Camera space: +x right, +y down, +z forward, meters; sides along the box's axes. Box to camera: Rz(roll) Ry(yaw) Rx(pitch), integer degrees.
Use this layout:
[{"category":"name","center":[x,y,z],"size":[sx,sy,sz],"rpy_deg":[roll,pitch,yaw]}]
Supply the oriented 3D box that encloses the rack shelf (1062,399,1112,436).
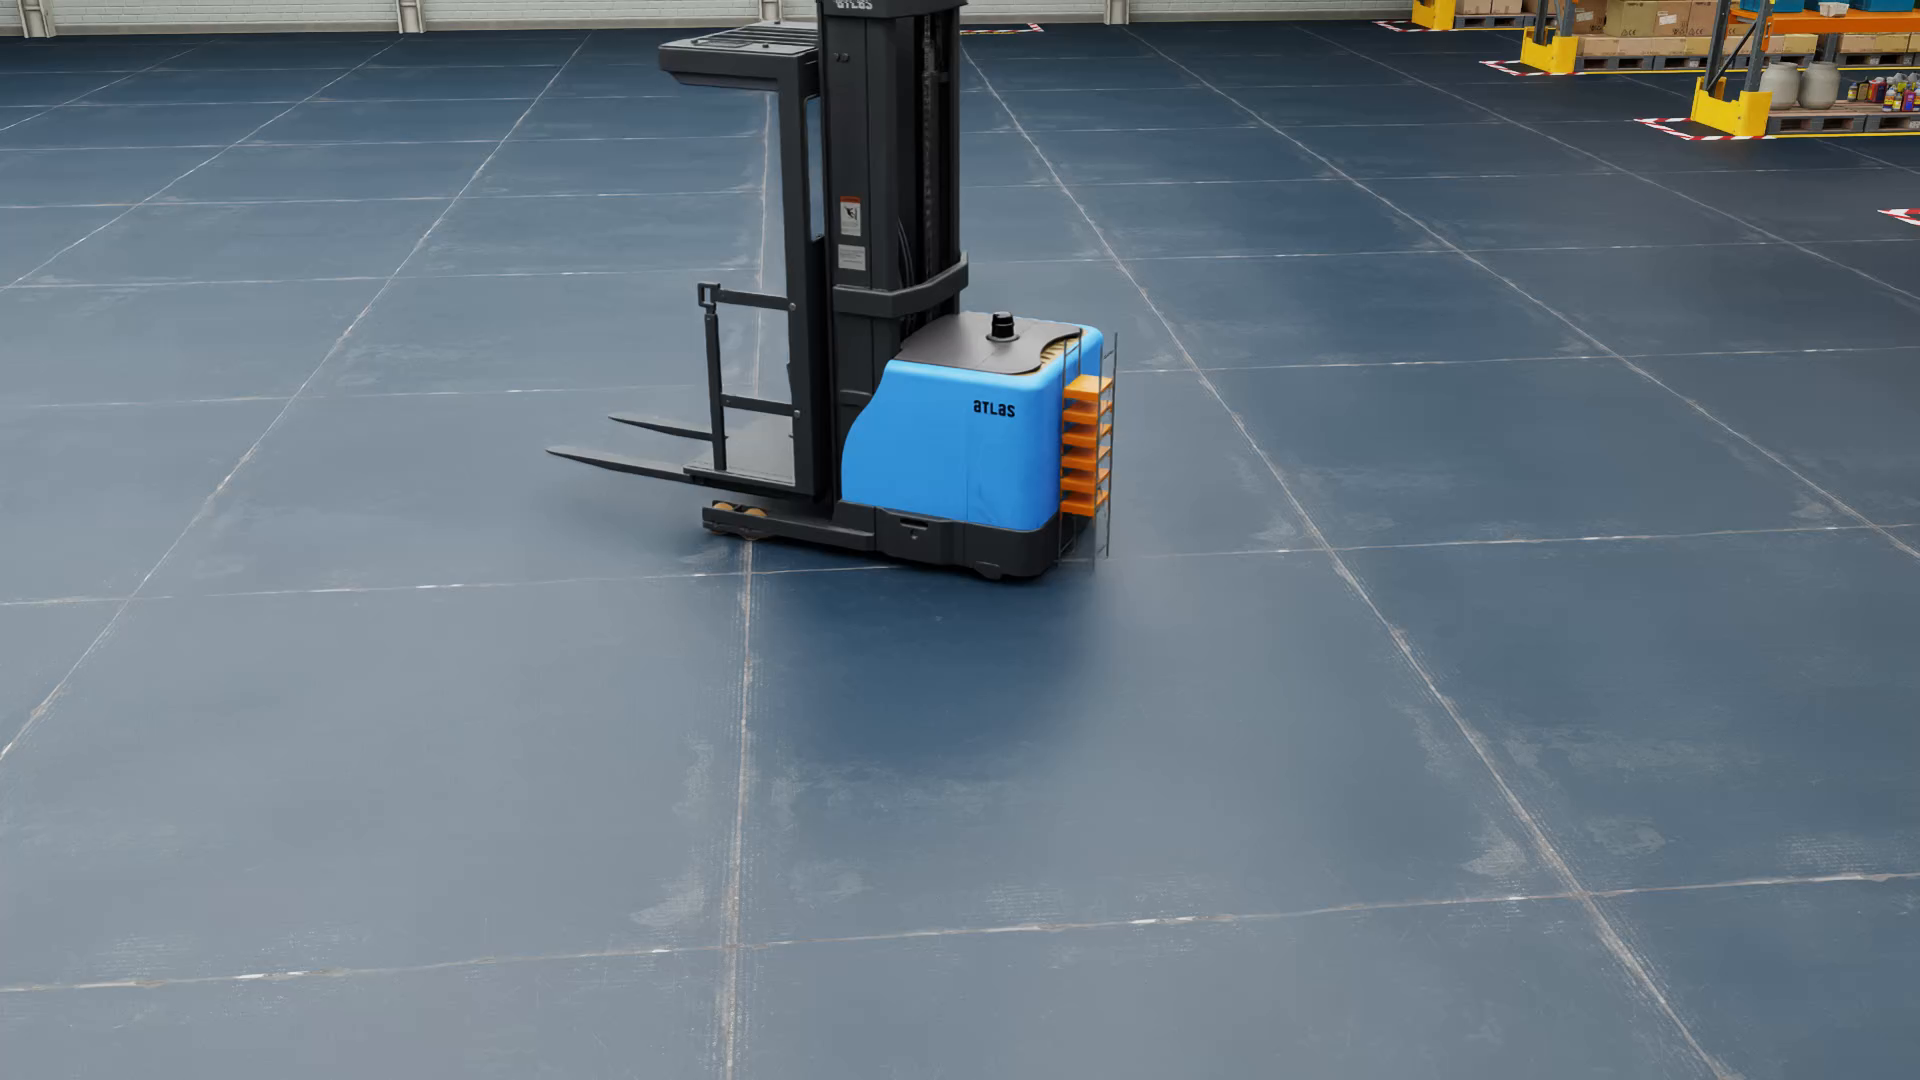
[{"category":"rack shelf","center":[0.630,-0.611,8.167],"size":[0.180,0.103,0.258],"rpy_deg":[10,26,21]}]

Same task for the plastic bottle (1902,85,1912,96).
[{"category":"plastic bottle","center":[11.460,-5.407,20.125],"size":[0.097,0.201,0.097],"rpy_deg":[0,24,0]}]

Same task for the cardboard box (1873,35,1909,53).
[{"category":"cardboard box","center":[13.496,-7.301,24.352],"size":[0.500,0.250,0.500],"rpy_deg":[-2,24,-4]}]

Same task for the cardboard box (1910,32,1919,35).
[{"category":"cardboard box","center":[14.010,-7.577,24.281],"size":[0.500,0.311,0.500],"rpy_deg":[-3,24,-7]}]

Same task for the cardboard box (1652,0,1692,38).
[{"category":"cardboard box","center":[10.130,-7.526,23.934],"size":[0.500,0.500,0.500],"rpy_deg":[-2,24,-5]}]

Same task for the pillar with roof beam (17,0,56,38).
[{"category":"pillar with roof beam","center":[-14.759,-10.693,21.729],"size":[0.400,9.000,9.100],"rpy_deg":[-2,24,-5]}]

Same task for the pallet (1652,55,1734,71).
[{"category":"pallet","center":[10.549,-7.091,24.444],"size":[1.213,0.211,1.003],"rpy_deg":[-2,24,-5]}]

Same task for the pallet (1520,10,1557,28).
[{"category":"pallet","center":[10.189,-9.067,28.889],"size":[1.213,0.211,1.003],"rpy_deg":[-2,24,-5]}]

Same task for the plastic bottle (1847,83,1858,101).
[{"category":"plastic bottle","center":[10.848,-5.441,20.202],"size":[0.097,0.201,0.097],"rpy_deg":[0,24,0]}]

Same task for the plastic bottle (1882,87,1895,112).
[{"category":"plastic bottle","center":[10.898,-5.169,19.503],"size":[0.097,0.271,0.097],"rpy_deg":[0,24,0]}]

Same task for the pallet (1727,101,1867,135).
[{"category":"pallet","center":[9.944,-5.046,19.843],"size":[1.213,0.211,1.003],"rpy_deg":[-2,24,-5]}]

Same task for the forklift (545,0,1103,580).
[{"category":"forklift","center":[-0.811,-1.520,8.561],"size":[3.031,2.935,1.130],"rpy_deg":[10,26,21]}]

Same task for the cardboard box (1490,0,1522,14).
[{"category":"cardboard box","center":[9.355,-9.259,28.657],"size":[0.500,0.311,0.500],"rpy_deg":[0,24,-1]}]

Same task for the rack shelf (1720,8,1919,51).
[{"category":"rack shelf","center":[11.054,-6.019,19.485],"size":[4.000,0.370,1.077],"rpy_deg":[-2,24,-5]}]

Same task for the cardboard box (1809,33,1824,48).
[{"category":"cardboard box","center":[12.945,-7.499,24.797],"size":[0.500,0.250,0.500],"rpy_deg":[-3,24,-6]}]

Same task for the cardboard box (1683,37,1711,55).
[{"category":"cardboard box","center":[10.629,-7.197,24.116],"size":[0.500,0.250,0.500],"rpy_deg":[-2,24,-5]}]

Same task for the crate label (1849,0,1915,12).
[{"category":"crate label","center":[10.869,-6.467,19.563],"size":[0.616,0.435,0.502],"rpy_deg":[-2,24,-5]}]

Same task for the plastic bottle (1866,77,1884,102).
[{"category":"plastic bottle","center":[11.102,-5.474,20.184],"size":[0.135,0.276,0.152],"rpy_deg":[-2,24,-5]}]

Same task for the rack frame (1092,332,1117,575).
[{"category":"rack frame","center":[0.714,-0.418,8.213],"size":[0.006,1.200,0.240],"rpy_deg":[10,26,21]}]

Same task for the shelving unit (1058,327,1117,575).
[{"category":"shelving unit","center":[0.630,-0.433,8.246],"size":[0.189,1.200,0.258],"rpy_deg":[10,26,21]}]

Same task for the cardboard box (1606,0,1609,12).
[{"category":"cardboard box","center":[11.042,-9.433,28.816],"size":[0.500,0.500,0.500],"rpy_deg":[-4,24,-9]}]

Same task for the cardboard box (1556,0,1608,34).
[{"category":"cardboard box","center":[9.085,-7.690,24.304],"size":[0.500,0.500,0.500],"rpy_deg":[-2,24,-5]}]

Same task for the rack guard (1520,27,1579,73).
[{"category":"rack guard","center":[8.557,-7.127,24.170],"size":[0.348,0.500,1.175],"rpy_deg":[-2,24,-5]}]

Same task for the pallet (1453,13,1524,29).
[{"category":"pallet","center":[8.977,-9.019,28.782],"size":[1.213,0.211,1.003],"rpy_deg":[-2,24,-5]}]

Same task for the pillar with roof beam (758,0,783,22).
[{"category":"pillar with roof beam","center":[-2.817,-11.172,22.807],"size":[0.400,9.000,9.100],"rpy_deg":[-2,24,-5]}]

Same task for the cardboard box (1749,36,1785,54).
[{"category":"cardboard box","center":[11.623,-7.243,24.220],"size":[0.500,0.250,0.500],"rpy_deg":[-2,24,-5]}]

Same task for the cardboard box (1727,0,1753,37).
[{"category":"cardboard box","center":[11.125,-7.565,24.021],"size":[0.500,0.500,0.500],"rpy_deg":[-2,24,-5]}]

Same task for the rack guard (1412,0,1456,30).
[{"category":"rack guard","center":[8.165,-9.133,28.683],"size":[0.348,0.500,1.175],"rpy_deg":[-2,24,-5]}]

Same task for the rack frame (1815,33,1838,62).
[{"category":"rack frame","center":[12.561,-8.430,24.023],"size":[0.127,3.000,1.000],"rpy_deg":[-2,24,-5]}]

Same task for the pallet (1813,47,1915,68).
[{"category":"pallet","center":[13.290,-7.201,24.691],"size":[1.213,0.211,1.003],"rpy_deg":[-2,24,-5]}]

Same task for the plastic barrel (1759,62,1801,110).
[{"category":"plastic barrel","center":[9.711,-5.380,19.708],"size":[0.421,0.512,0.421],"rpy_deg":[0,24,0]}]

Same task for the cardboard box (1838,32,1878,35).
[{"category":"cardboard box","center":[12.997,-7.538,24.193],"size":[0.500,0.311,0.500],"rpy_deg":[-2,24,-5]}]

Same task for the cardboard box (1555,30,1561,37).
[{"category":"cardboard box","center":[9.085,-7.347,24.454],"size":[0.500,0.250,0.500],"rpy_deg":[-2,24,-5]}]

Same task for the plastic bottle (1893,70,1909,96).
[{"category":"plastic bottle","center":[11.404,-5.522,20.200],"size":[0.185,0.351,0.144],"rpy_deg":[-1,24,-3]}]

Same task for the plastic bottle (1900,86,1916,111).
[{"category":"plastic bottle","center":[11.126,-5.176,19.505],"size":[0.133,0.283,0.061],"rpy_deg":[-2,24,-4]}]

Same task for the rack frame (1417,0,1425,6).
[{"category":"rack frame","center":[8.090,-10.273,28.168],"size":[0.127,3.000,1.000],"rpy_deg":[-2,24,-5]}]

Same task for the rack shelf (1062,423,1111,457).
[{"category":"rack shelf","center":[0.630,-0.502,8.215],"size":[0.180,0.103,0.258],"rpy_deg":[10,26,21]}]

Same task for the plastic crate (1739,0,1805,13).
[{"category":"plastic crate","center":[9.532,-6.341,19.506],"size":[0.616,0.251,0.499],"rpy_deg":[-2,24,-5]}]

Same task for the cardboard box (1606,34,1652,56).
[{"category":"cardboard box","center":[9.633,-7.159,24.031],"size":[0.500,0.250,0.500],"rpy_deg":[-2,24,-5]}]

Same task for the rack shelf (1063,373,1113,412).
[{"category":"rack shelf","center":[0.630,-0.721,8.118],"size":[0.180,0.103,0.258],"rpy_deg":[10,26,21]}]
